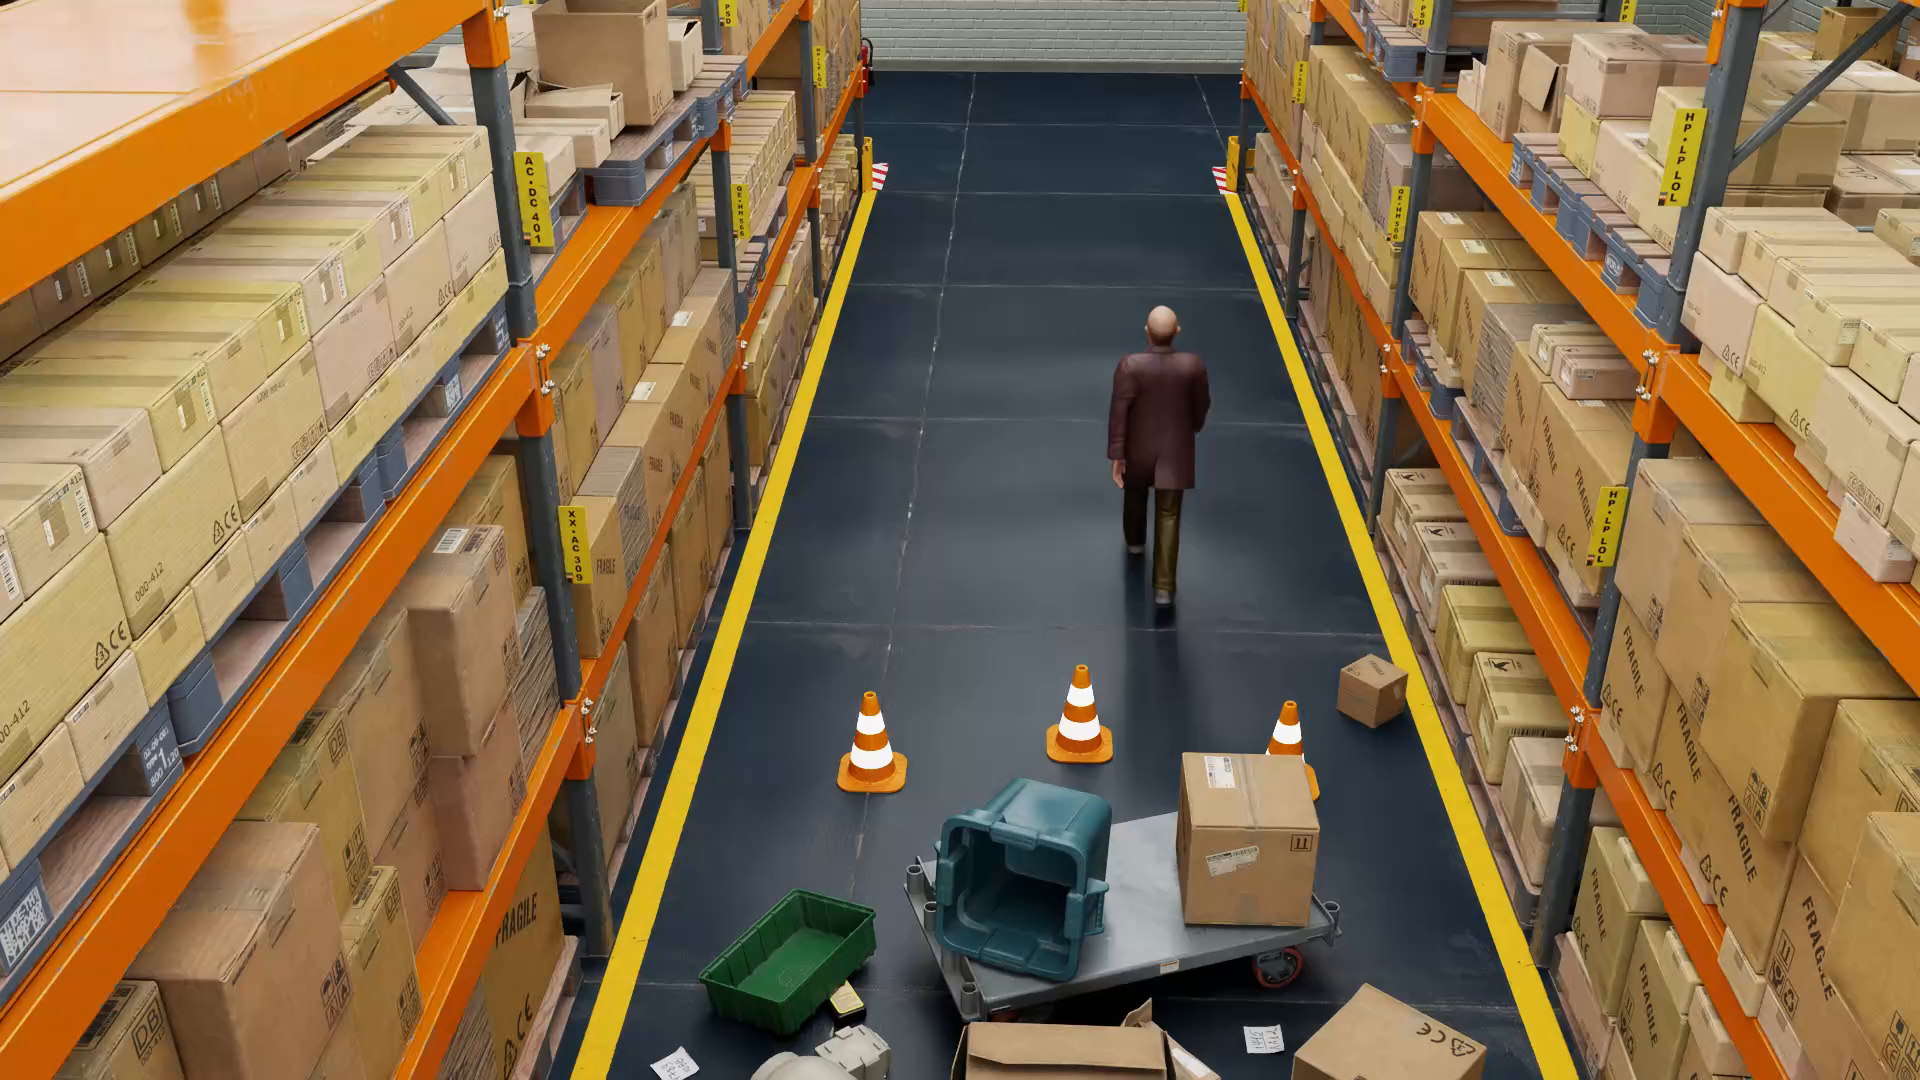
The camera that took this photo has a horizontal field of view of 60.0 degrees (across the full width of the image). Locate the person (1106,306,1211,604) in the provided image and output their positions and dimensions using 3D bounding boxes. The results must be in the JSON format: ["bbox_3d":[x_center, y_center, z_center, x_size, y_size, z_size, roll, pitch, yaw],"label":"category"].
[{"bbox_3d":[1.157,-0.572,9.738,0.587,1.720,1.161,3,28,5],"label":"person"}]
